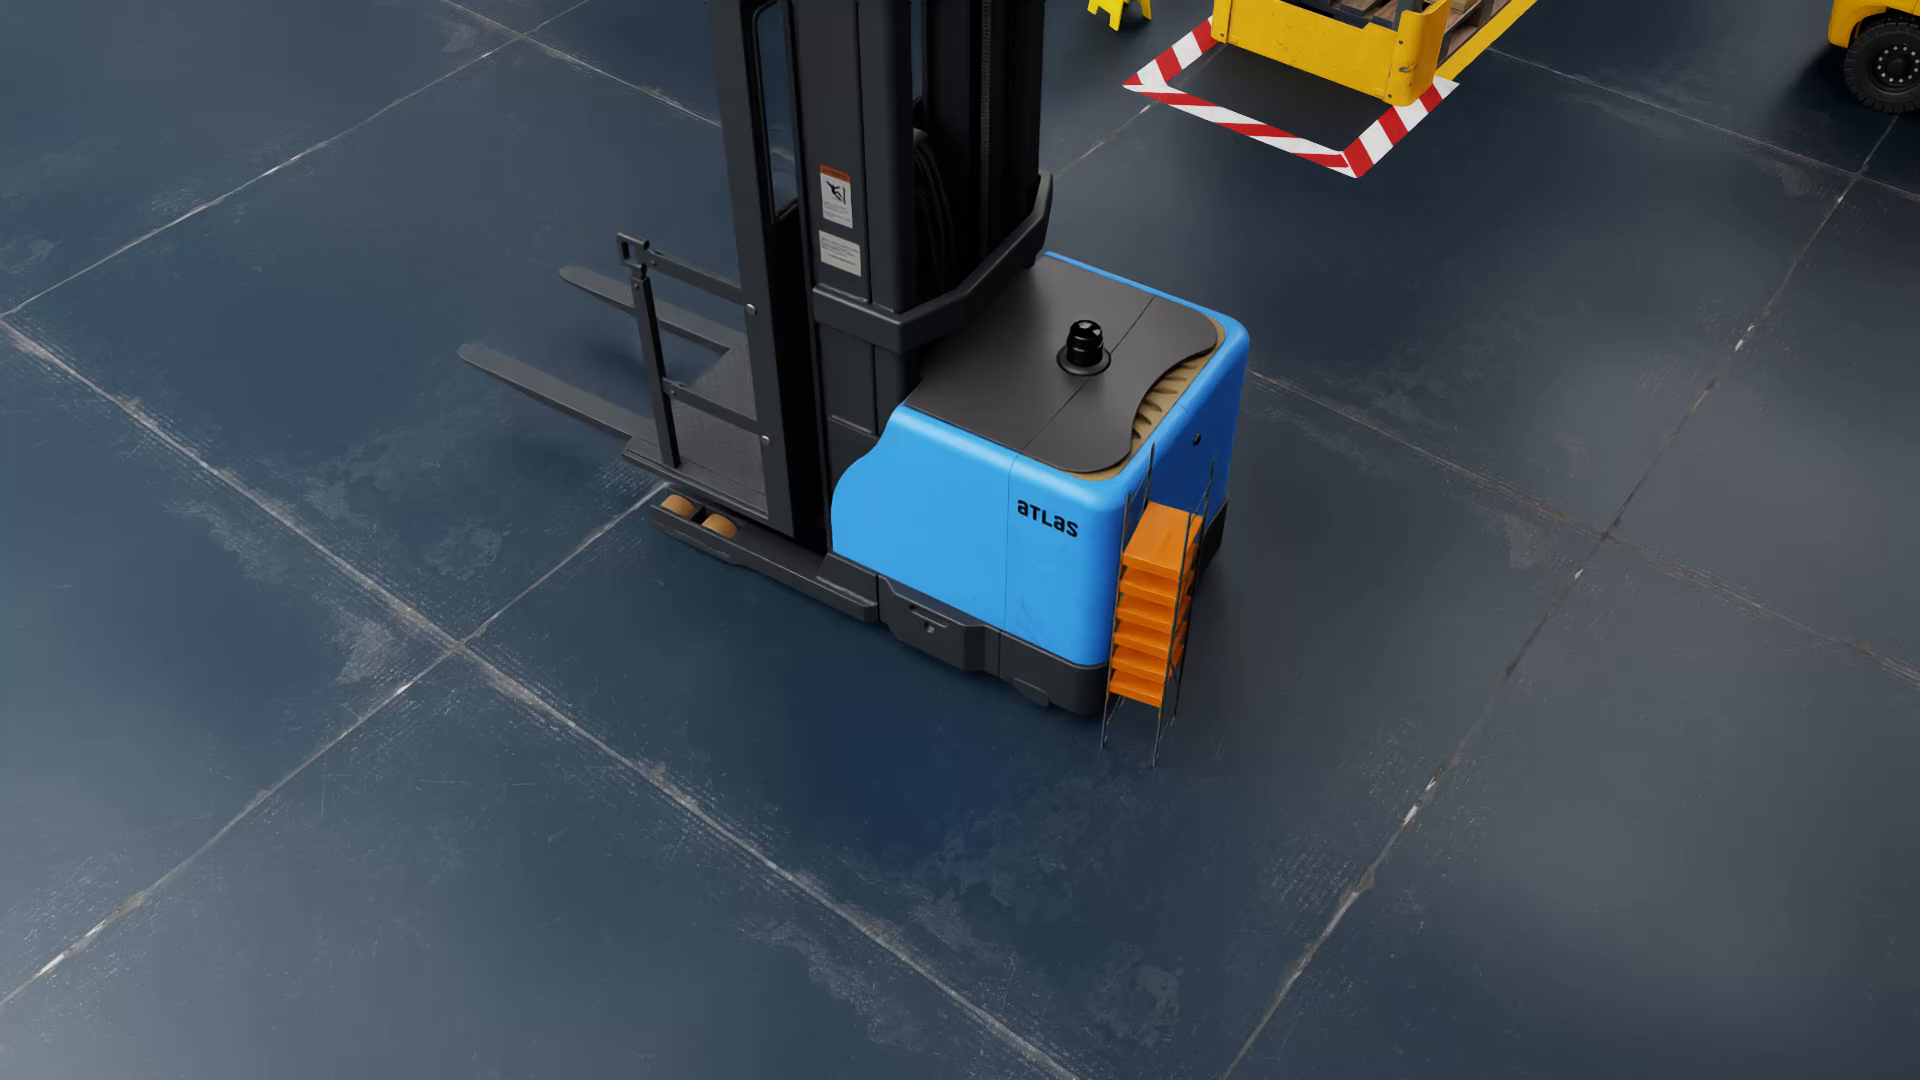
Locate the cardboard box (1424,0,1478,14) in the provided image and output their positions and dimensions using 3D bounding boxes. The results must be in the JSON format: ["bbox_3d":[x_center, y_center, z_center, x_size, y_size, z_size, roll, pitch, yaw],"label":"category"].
[{"bbox_3d":[2.533,-3.033,8.684,0.500,0.250,0.500,29,53,25],"label":"cardboard box"}]

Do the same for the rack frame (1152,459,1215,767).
[{"bbox_3d":[0.690,0.261,5.171,0.006,1.200,0.240,17,49,16],"label":"rack frame"}]

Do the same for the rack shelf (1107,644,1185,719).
[{"bbox_3d":[0.606,0.431,5.402,0.180,0.103,0.258,17,49,16],"label":"rack shelf"}]

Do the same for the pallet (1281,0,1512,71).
[{"bbox_3d":[2.392,-3.028,8.997,1.003,0.211,1.213,29,53,25],"label":"pallet"}]

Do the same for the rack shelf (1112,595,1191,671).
[{"bbox_3d":[0.606,0.265,5.228,0.180,0.103,0.258,17,49,16],"label":"rack shelf"}]

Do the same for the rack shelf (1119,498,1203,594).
[{"bbox_3d":[0.606,0.017,4.968,0.180,0.103,0.258,17,49,16],"label":"rack shelf"}]

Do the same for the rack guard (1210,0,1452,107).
[{"bbox_3d":[1.868,-2.679,8.463,1.175,0.500,0.348,29,53,25],"label":"rack guard"}]

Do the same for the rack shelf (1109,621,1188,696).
[{"bbox_3d":[0.606,0.348,5.315,0.180,0.103,0.258,17,49,16],"label":"rack shelf"}]

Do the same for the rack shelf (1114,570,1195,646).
[{"bbox_3d":[0.606,0.182,5.142,0.180,0.103,0.258,17,49,16],"label":"rack shelf"}]

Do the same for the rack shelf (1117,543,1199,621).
[{"bbox_3d":[0.606,0.099,5.055,0.180,0.103,0.258,17,49,16],"label":"rack shelf"}]

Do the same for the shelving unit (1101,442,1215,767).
[{"bbox_3d":[0.606,0.235,5.196,0.189,1.200,0.258,17,49,16],"label":"shelving unit"}]

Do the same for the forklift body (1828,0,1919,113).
[{"bbox_3d":[5.467,-2.905,7.537,2.313,2.155,1.214,29,53,25],"label":"forklift body"}]

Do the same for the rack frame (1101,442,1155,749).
[{"bbox_3d":[0.522,0.208,5.221,0.006,1.200,0.240,17,49,16],"label":"rack frame"}]

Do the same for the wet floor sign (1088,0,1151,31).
[{"bbox_3d":[0.858,-3.050,8.717,0.232,0.644,0.267,-25,51,-22],"label":"wet floor sign"}]

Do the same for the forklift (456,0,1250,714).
[{"bbox_3d":[-0.558,-1.245,5.412,3.031,2.935,1.130,24,51,21],"label":"forklift"}]

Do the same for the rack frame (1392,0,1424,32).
[{"bbox_3d":[1.821,-3.499,7.518,1.000,3.000,0.127,29,53,25],"label":"rack frame"}]
